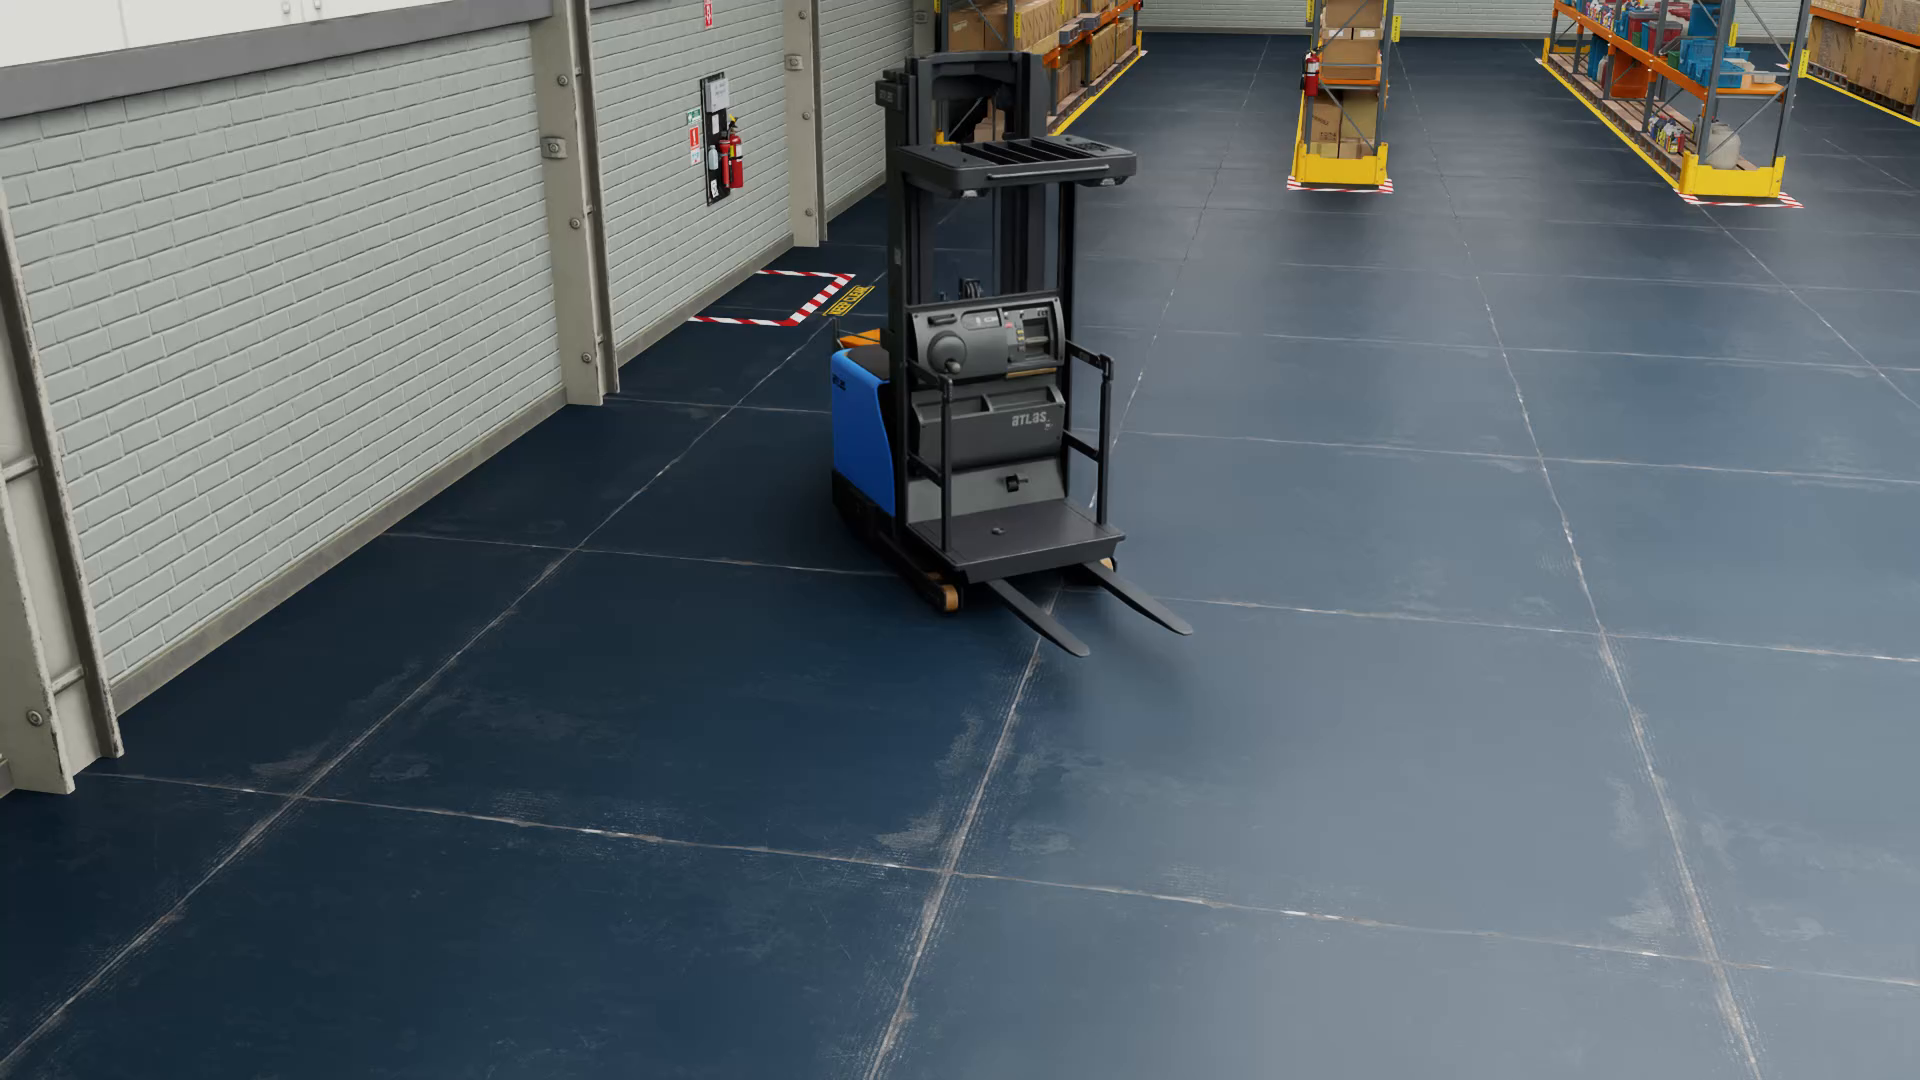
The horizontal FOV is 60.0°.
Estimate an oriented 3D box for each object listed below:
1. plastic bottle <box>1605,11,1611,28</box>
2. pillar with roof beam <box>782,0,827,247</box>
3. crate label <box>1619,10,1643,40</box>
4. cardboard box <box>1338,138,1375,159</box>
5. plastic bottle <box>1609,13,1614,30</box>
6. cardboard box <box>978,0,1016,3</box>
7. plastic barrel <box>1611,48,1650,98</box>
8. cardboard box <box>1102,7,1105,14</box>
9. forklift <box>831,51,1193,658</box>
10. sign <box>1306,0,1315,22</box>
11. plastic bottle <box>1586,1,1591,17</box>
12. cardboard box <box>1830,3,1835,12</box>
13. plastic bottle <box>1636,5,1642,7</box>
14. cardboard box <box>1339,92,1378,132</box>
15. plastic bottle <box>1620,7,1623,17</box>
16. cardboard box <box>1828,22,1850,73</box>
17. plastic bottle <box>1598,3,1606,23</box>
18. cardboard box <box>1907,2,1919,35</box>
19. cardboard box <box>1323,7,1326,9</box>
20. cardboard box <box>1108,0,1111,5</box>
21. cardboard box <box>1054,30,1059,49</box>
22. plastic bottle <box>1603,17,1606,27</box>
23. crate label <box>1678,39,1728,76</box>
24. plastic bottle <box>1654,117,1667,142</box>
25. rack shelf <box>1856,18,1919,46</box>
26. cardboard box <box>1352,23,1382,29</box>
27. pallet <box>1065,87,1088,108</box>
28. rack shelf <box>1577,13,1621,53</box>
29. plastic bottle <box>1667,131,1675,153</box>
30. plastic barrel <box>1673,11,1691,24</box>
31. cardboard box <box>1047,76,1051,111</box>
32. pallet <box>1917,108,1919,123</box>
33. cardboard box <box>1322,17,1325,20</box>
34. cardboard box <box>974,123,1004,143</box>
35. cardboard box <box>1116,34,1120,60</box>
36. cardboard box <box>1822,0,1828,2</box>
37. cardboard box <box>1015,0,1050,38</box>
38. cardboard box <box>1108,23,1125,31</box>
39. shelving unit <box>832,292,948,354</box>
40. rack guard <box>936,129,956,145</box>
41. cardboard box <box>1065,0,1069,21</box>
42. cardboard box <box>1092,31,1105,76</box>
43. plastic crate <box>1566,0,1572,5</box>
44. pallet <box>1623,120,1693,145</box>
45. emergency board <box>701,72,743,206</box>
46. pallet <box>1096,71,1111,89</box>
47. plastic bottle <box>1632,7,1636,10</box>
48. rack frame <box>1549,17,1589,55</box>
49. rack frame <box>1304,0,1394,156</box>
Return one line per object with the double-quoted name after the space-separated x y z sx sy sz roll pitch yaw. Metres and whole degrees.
11.404 -9.147 29.223 0.097 0.271 0.097 0 22 0 "plastic bottle"
2.526 -7.170 16.112 9.100 9.000 0.400 4 22 11 "pillar with roof beam"
11.104 -8.432 27.228 0.502 0.435 0.616 4 22 11 "crate label"
5.418 -5.310 22.642 0.500 0.250 0.500 4 22 11 "cardboard box"
11.283 -8.969 28.765 0.061 0.283 0.133 4 22 11 "plastic bottle"
0.540 -7.812 24.905 0.500 0.500 0.500 5 22 12 "cardboard box"
11.654 -8.127 28.860 0.600 0.830 0.708 4 22 11 "plastic barrel"
2.595 -10.263 32.131 0.380 0.149 0.250 4 22 9 "cardboard box"
0.258 -1.134 9.245 1.130 2.935 3.031 -10 24 -23 "forklift"
4.562 -6.905 21.617 0.100 0.325 0.005 4 22 11 "sign"
11.868 -10.017 31.367 0.061 0.283 0.133 4 22 11 "plastic bottle"
17.293 -10.427 32.565 0.380 0.149 0.250 5 22 12 "cardboard box"
12.446 -9.677 30.533 0.152 0.276 0.135 4 22 11 "plastic bottle"
5.607 -6.025 23.413 0.500 0.500 0.500 4 22 11 "cardboard box"
12.498 -9.963 31.343 0.097 0.201 0.097 0 22 0 "plastic bottle"
17.633 -9.618 32.501 0.875 0.875 0.875 4 22 11 "cardboard box"
11.608 -9.506 30.007 0.144 0.351 0.185 4 22 11 "plastic bottle"
16.386 -8.809 28.077 0.500 0.500 0.500 4 22 10 "cardboard box"
5.662 -7.939 25.047 0.380 0.149 0.250 4 22 11 "cardboard box"
2.636 -10.612 32.129 0.500 0.500 0.500 4 22 11 "cardboard box"
1.257 -7.794 25.866 0.500 0.250 0.500 5 22 11 "cardboard box"
11.444 -9.186 29.412 0.097 0.201 0.097 0 22 0 "plastic bottle"
10.050 -6.543 22.537 0.502 0.435 0.616 4 22 11 "crate label"
10.146 -5.939 24.041 0.144 0.351 0.185 4 22 9 "plastic bottle"
16.828 -8.779 29.099 1.077 0.370 4.000 4 22 11 "rack shelf"
5.538 -6.966 22.633 0.380 0.149 0.250 4 22 10 "cardboard box"
1.712 -7.935 29.773 1.003 0.211 1.213 4 22 11 "pallet"
11.979 -9.156 30.037 1.077 0.370 4.000 4 22 11 "rack shelf"
9.890 -5.526 23.107 0.061 0.283 0.133 5 22 12 "plastic bottle"
11.315 -7.960 25.922 0.433 0.535 0.433 0 22 0 "plastic barrel"
1.190 -7.366 27.385 0.700 0.500 0.500 5 23 13 "cardboard box"
16.259 -6.802 26.960 1.003 0.211 1.213 4 22 11 "pallet"
5.296 -7.281 23.414 0.380 0.149 0.250 4 22 10 "cardboard box"
0.470 -5.791 23.728 0.500 0.311 0.500 2 22 5 "cardboard box"
2.942 -10.278 34.642 0.700 0.500 0.500 5 22 12 "cardboard box"
17.485 -10.846 33.072 0.500 0.250 0.500 4 22 9 "cardboard box"
1.053 -7.776 24.816 0.500 0.500 0.500 4 22 9 "cardboard box"
3.297 -10.881 35.271 0.380 0.149 0.250 4 22 9 "cardboard box"
-0.303 -1.018 11.376 0.538 1.125 1.048 20 29 40 "shelving unit"
0.256 -5.456 23.233 1.175 0.500 0.348 4 22 11 "rack guard"
1.418 -8.932 27.794 0.700 0.500 0.500 8 23 18 "cardboard box"
2.336 -9.290 31.722 0.750 0.750 0.750 4 22 11 "cardboard box"
12.501 -10.978 33.741 0.416 0.233 0.300 4 22 11 "plastic crate"
10.877 -6.292 25.695 1.003 0.211 1.213 4 22 11 "pallet"
-2.230 -3.815 15.811 0.194 1.169 0.643 4 22 11 "emergency board"
2.358 -8.948 32.288 1.003 0.211 1.213 4 22 11 "pallet"
12.245 -9.544 30.208 0.097 0.271 0.097 0 22 0 "plastic bottle"
13.204 -11.684 35.351 1.000 3.000 0.127 4 22 11 "rack frame"
5.090 -6.212 21.762 1.000 3.000 0.127 4 22 11 "rack frame"
